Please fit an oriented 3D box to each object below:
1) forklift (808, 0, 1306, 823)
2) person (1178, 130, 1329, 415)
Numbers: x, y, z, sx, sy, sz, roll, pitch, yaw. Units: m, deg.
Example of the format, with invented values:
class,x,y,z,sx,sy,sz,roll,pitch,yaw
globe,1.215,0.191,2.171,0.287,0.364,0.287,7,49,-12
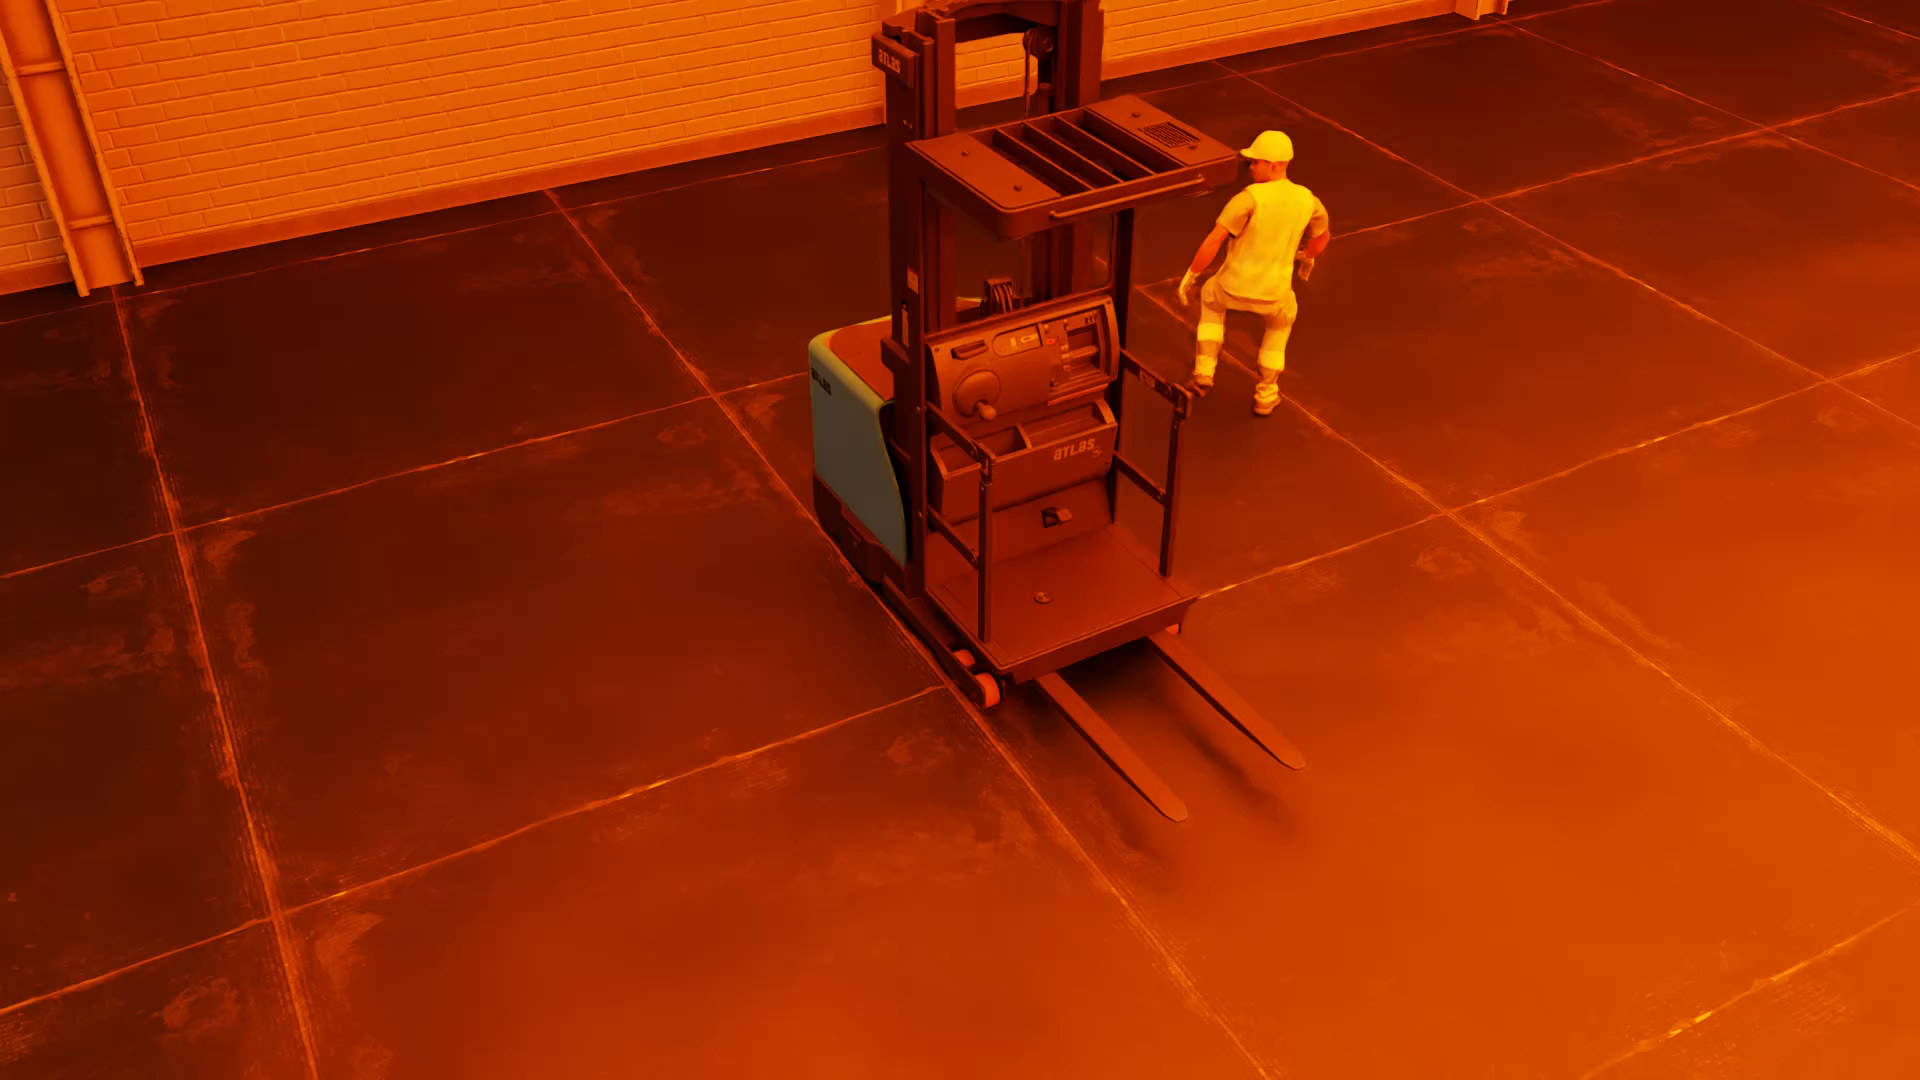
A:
class,x,y,z,sx,sy,sz,roll,pitch,yaw
forklift,0.403,-0.733,7.160,1.130,2.935,3.031,-18,39,-24
person,1.627,-1.481,9.317,0.831,1.676,0.620,2,35,3
